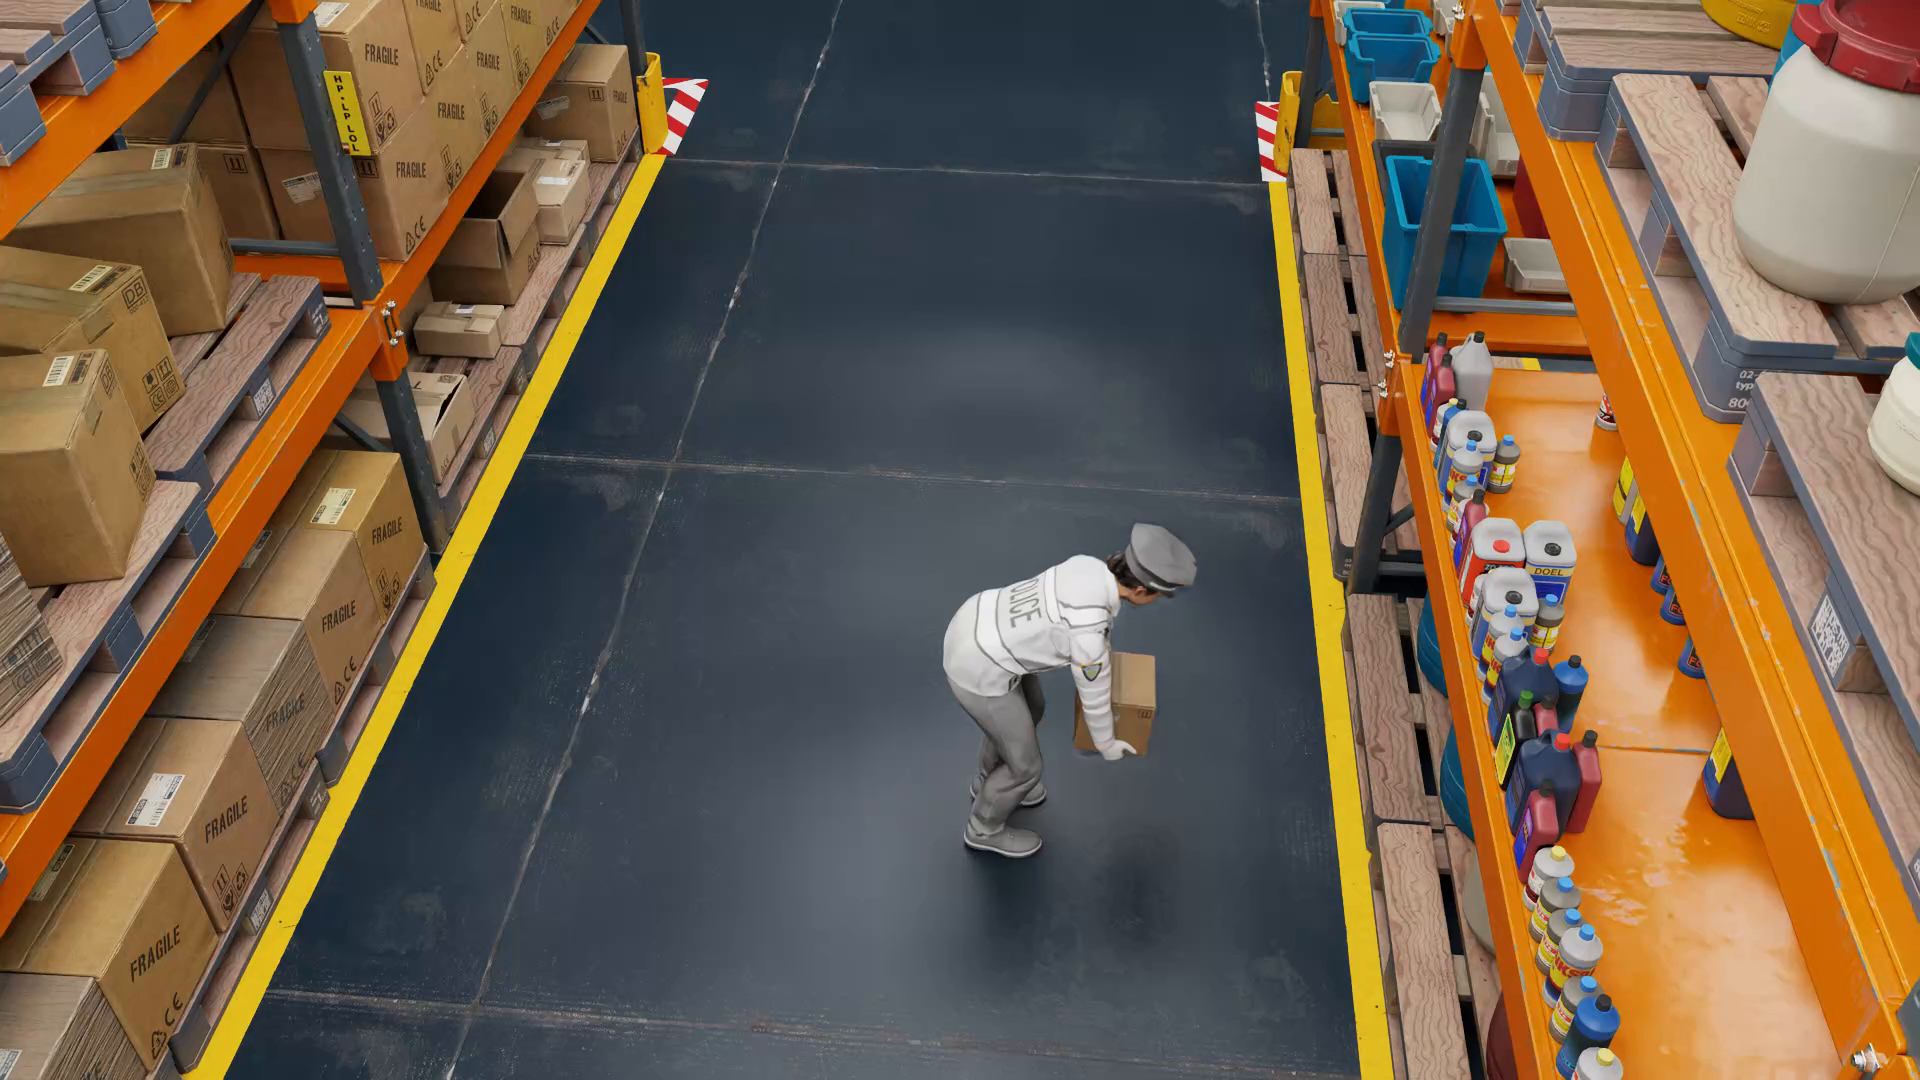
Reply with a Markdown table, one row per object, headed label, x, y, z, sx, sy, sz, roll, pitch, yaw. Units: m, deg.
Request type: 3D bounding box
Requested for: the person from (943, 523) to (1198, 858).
| label | x | y | z | sx | sy | sz | roll | pitch | yaw |
| --- | --- | --- | --- | --- | --- | --- | --- | --- | --- |
| person | 0.355 | 0.520 | 5.756 | 0.826 | 1.395 | 0.415 | 2 | 40 | 3 |
